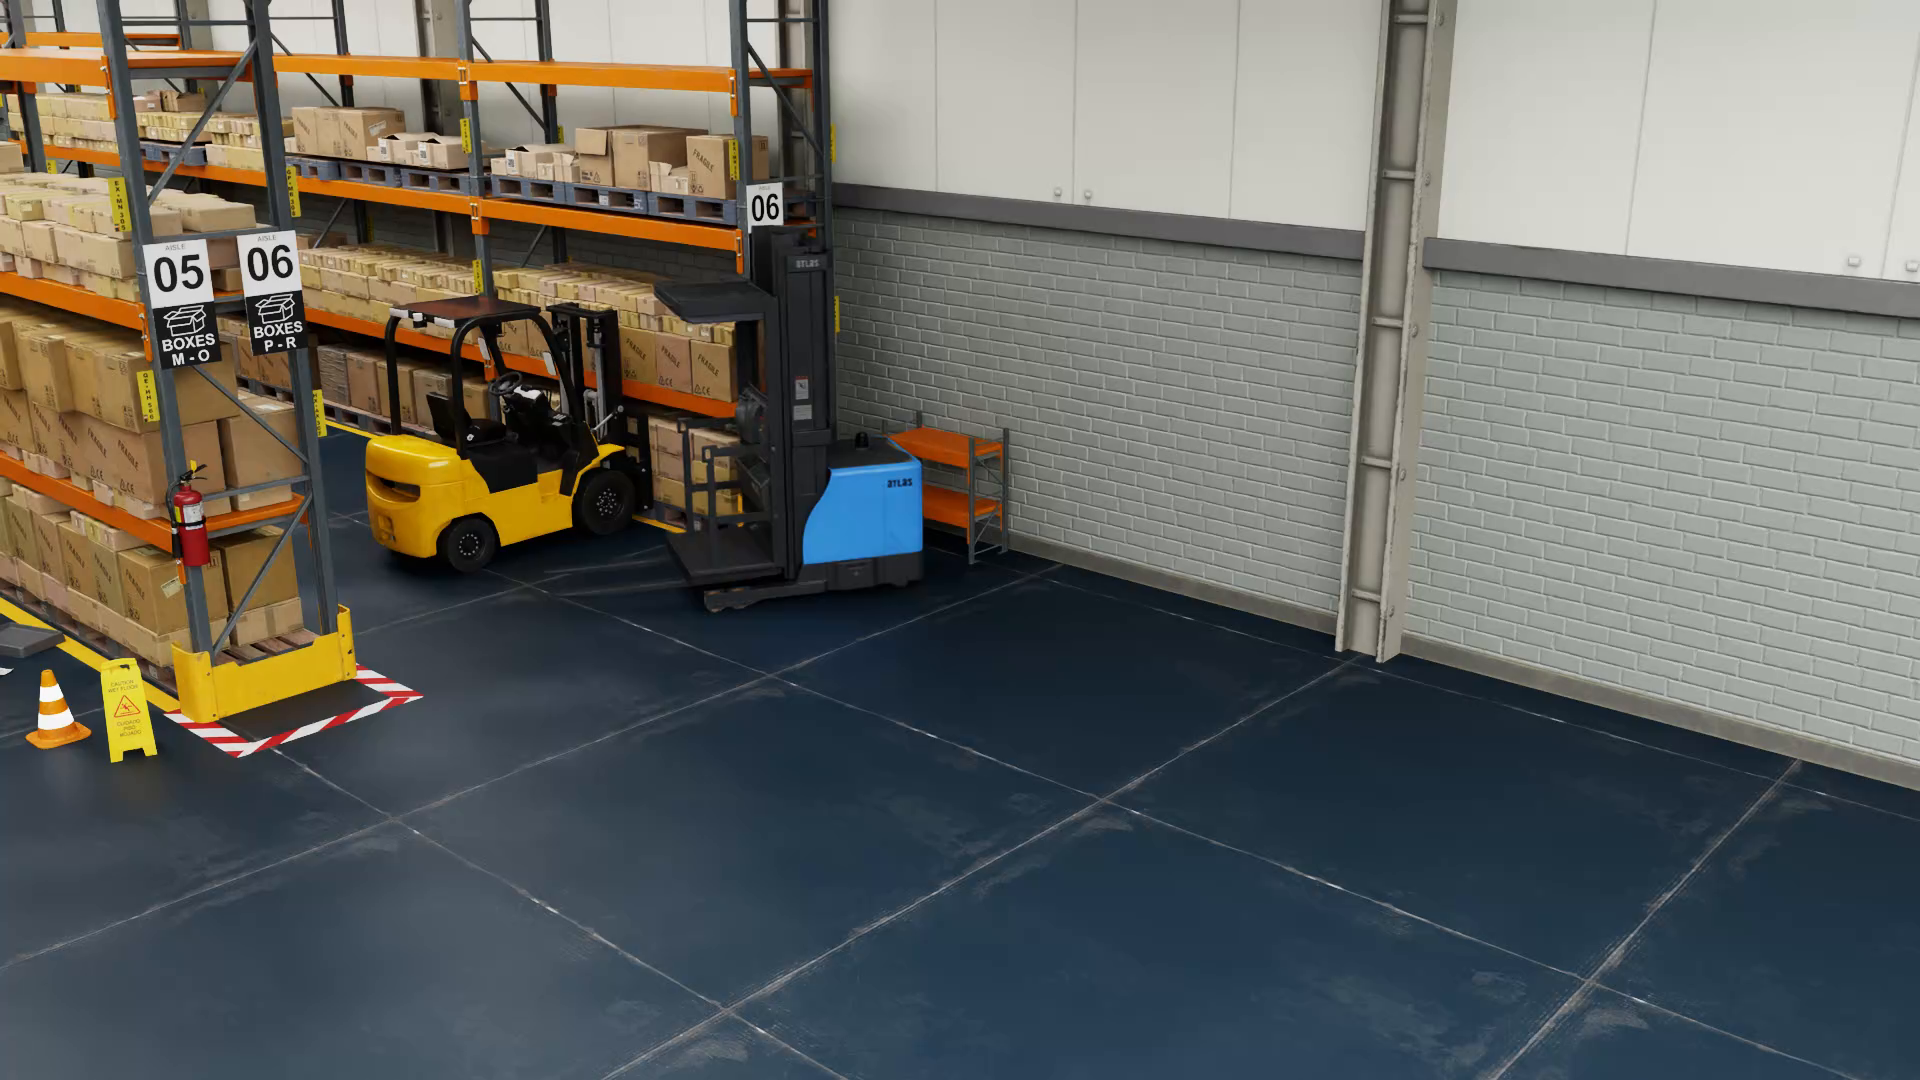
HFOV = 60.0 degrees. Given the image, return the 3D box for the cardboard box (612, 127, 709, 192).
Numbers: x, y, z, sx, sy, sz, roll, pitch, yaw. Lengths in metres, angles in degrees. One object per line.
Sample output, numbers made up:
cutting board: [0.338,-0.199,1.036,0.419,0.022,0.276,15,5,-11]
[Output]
cardboard box: [-2.692,-3.447,15.029,0.500,0.500,0.700,15,23,40]

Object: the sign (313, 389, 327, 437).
sign: [-4.432,-0.871,11.466,0.005,0.325,0.100,15,23,39]

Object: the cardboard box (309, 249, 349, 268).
cardboard box: [-7.240,-3.239,19.120,0.250,0.149,0.380,16,23,40]

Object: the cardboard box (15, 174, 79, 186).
cardboard box: [-7.156,-2.780,13.050,0.250,0.149,0.380,14,23,38]

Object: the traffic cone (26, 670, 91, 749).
traffic cone: [-5.970,1.079,10.946,0.334,0.463,0.336,15,23,39]

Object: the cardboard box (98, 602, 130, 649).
cardboard box: [-5.957,0.568,12.216,0.500,0.250,0.500,15,23,39]

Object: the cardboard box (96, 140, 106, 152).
cardboard box: [-11.316,-5.290,22.278,0.250,0.149,0.380,16,24,41]

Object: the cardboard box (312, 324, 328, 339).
cardboard box: [-7.847,-2.618,20.768,0.250,0.149,0.380,16,24,41]

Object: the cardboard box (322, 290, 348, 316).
cardboard box: [-6.941,-2.748,19.059,0.500,0.250,0.500,14,23,38]

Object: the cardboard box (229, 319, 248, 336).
cardboard box: [-8.994,-2.698,21.020,0.250,0.149,0.380,14,22,37]

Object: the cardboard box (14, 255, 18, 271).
cardboard box: [-6.558,-2.020,11.975,0.250,0.149,0.380,15,23,40]

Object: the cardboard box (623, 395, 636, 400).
cardboard box: [-3.237,-1.371,16.670,0.500,0.250,0.500,15,23,40]

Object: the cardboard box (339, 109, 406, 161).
cardboard box: [-6.342,-4.386,17.989,0.500,0.500,0.500,16,23,41]

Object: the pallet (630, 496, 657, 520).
pallet: [-3.008,-0.519,16.399,1.213,0.211,1.003,15,23,39]

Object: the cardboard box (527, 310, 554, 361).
cardboard box: [-3.932,-2.061,16.482,0.500,0.500,0.500,16,23,40]

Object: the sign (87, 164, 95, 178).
sign: [-13.083,-5.496,25.034,0.005,0.325,0.100,15,23,39]

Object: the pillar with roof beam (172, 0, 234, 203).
pillar with roof beam: [-13.255,-6.098,19.450,0.400,9.000,9.100,15,23,39]

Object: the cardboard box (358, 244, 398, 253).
cardboard box: [-6.836,-3.376,19.552,0.250,0.149,0.380,16,23,41]

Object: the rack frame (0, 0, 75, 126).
rack frame: [-13.467,-7.531,23.966,0.127,3.000,1.000,15,23,39]

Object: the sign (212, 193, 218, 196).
sign: [-10.109,-4.547,22.566,0.005,0.325,0.100,15,23,39]

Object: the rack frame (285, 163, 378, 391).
rack frame: [-7.483,-3.066,19.813,0.127,3.000,1.000,15,23,39]

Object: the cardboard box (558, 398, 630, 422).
cardboard box: [-3.582,-1.258,16.316,0.500,0.250,0.500,16,24,41]

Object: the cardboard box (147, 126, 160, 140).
cardboard box: [-9.958,-5.118,20.876,0.250,0.149,0.380,15,23,40]

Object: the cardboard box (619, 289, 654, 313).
cardboard box: [-2.929,-2.216,15.405,0.250,0.149,0.380,16,23,40]

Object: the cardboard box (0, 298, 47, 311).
cardboard box: [-7.231,-1.560,12.758,0.500,0.500,0.700,15,23,40]

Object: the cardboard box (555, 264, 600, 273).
cardboard box: [-3.892,-2.706,16.949,0.250,0.149,0.380,14,23,38]

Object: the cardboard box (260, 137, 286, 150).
cardboard box: [-7.908,-4.631,19.374,0.250,0.149,0.380,16,23,40]

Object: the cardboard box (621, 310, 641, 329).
cardboard box: [-2.921,-2.074,15.452,0.250,0.149,0.380,15,23,40]

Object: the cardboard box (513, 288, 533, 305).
cardboard box: [-4.233,-2.444,16.617,0.250,0.149,0.380,16,23,41]

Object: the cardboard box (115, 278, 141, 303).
cardboard box: [-5.244,-1.654,10.821,0.250,0.149,0.380,15,23,39]

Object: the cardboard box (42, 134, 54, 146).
cardboard box: [-12.670,-5.639,23.378,0.250,0.149,0.380,15,23,39]

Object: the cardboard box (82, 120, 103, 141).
cardboard box: [-11.398,-5.511,22.315,0.500,0.250,0.500,14,22,37]

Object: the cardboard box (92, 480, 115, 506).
cardboard box: [-5.867,-0.369,11.732,0.250,0.149,0.380,16,23,40]

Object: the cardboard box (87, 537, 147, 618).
cardboard box: [-5.957,0.212,12.098,0.500,0.500,0.500,16,24,41]

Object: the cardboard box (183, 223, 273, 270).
cardboard box: [-4.991,-1.997,11.242,0.500,0.250,0.500,15,23,38]

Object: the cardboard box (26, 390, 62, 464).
cardboard box: [-6.490,-0.880,12.270,0.500,0.500,0.500,15,23,40]

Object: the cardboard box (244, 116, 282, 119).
cardboard box: [-8.563,-5.133,20.465,0.250,0.149,0.380,15,23,39]

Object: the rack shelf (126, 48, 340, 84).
rack shelf: [-8.979,-5.793,20.340,4.000,0.370,1.077,15,23,39]

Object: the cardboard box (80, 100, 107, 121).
cardboard box: [-11.398,-5.754,22.254,0.500,0.250,0.500,15,23,38]

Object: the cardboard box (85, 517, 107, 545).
cardboard box: [-6.069,-0.103,12.018,0.250,0.149,0.380,16,23,40]

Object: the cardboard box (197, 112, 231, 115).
cardboard box: [-9.405,-5.327,21.042,0.250,0.149,0.380,14,22,38]

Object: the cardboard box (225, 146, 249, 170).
cardboard box: [-8.405,-4.573,19.851,0.500,0.250,0.500,15,23,39]

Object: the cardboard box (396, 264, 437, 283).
cardboard box: [-5.870,-2.888,18.014,0.250,0.149,0.380,15,23,40]

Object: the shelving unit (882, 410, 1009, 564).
shelving unit: [-0.135,-0.485,14.779,1.048,1.125,0.538,15,23,39]

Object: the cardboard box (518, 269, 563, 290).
cardboard box: [-4.183,-2.602,16.622,0.250,0.149,0.380,15,23,40]

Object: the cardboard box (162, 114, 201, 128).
cardboard box: [-9.694,-5.227,20.730,0.250,0.149,0.380,15,23,40]

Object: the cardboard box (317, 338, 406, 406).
cardboard box: [-7.026,-2.006,19.704,0.625,0.625,0.875,16,24,41]

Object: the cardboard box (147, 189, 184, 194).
cardboard box: [-5.796,-2.421,11.918,0.250,0.149,0.380,16,24,41]

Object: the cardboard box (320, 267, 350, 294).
cardboard box: [-6.940,-2.987,18.987,0.500,0.250,0.500,16,24,41]

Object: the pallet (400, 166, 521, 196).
pallet: [-5.160,-3.775,17.406,1.217,0.209,0.805,14,22,37]

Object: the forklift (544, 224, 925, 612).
forklift: [-1.869,-1.000,13.416,3.031,2.935,1.130,-6,19,-19]

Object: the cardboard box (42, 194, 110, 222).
cardboard box: [-6.123,-2.306,11.558,0.250,0.149,0.380,14,22,38]

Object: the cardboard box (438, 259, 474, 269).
cardboard box: [-5.531,-3.006,18.388,0.250,0.149,0.380,15,23,39]

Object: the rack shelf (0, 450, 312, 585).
rack shelf: [-6.288,-0.394,12.584,4.000,0.370,1.077,15,23,39]

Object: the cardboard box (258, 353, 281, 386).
cardboard box: [-8.310,-2.213,20.566,0.500,0.500,0.500,15,23,38]

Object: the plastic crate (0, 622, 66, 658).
plastic crate: [-7.153,0.754,12.605,0.583,0.080,0.402,7,19,21]

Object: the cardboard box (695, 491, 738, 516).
cardboard box: [-2.061,-0.372,15.176,0.500,0.250,0.500,15,23,40]
